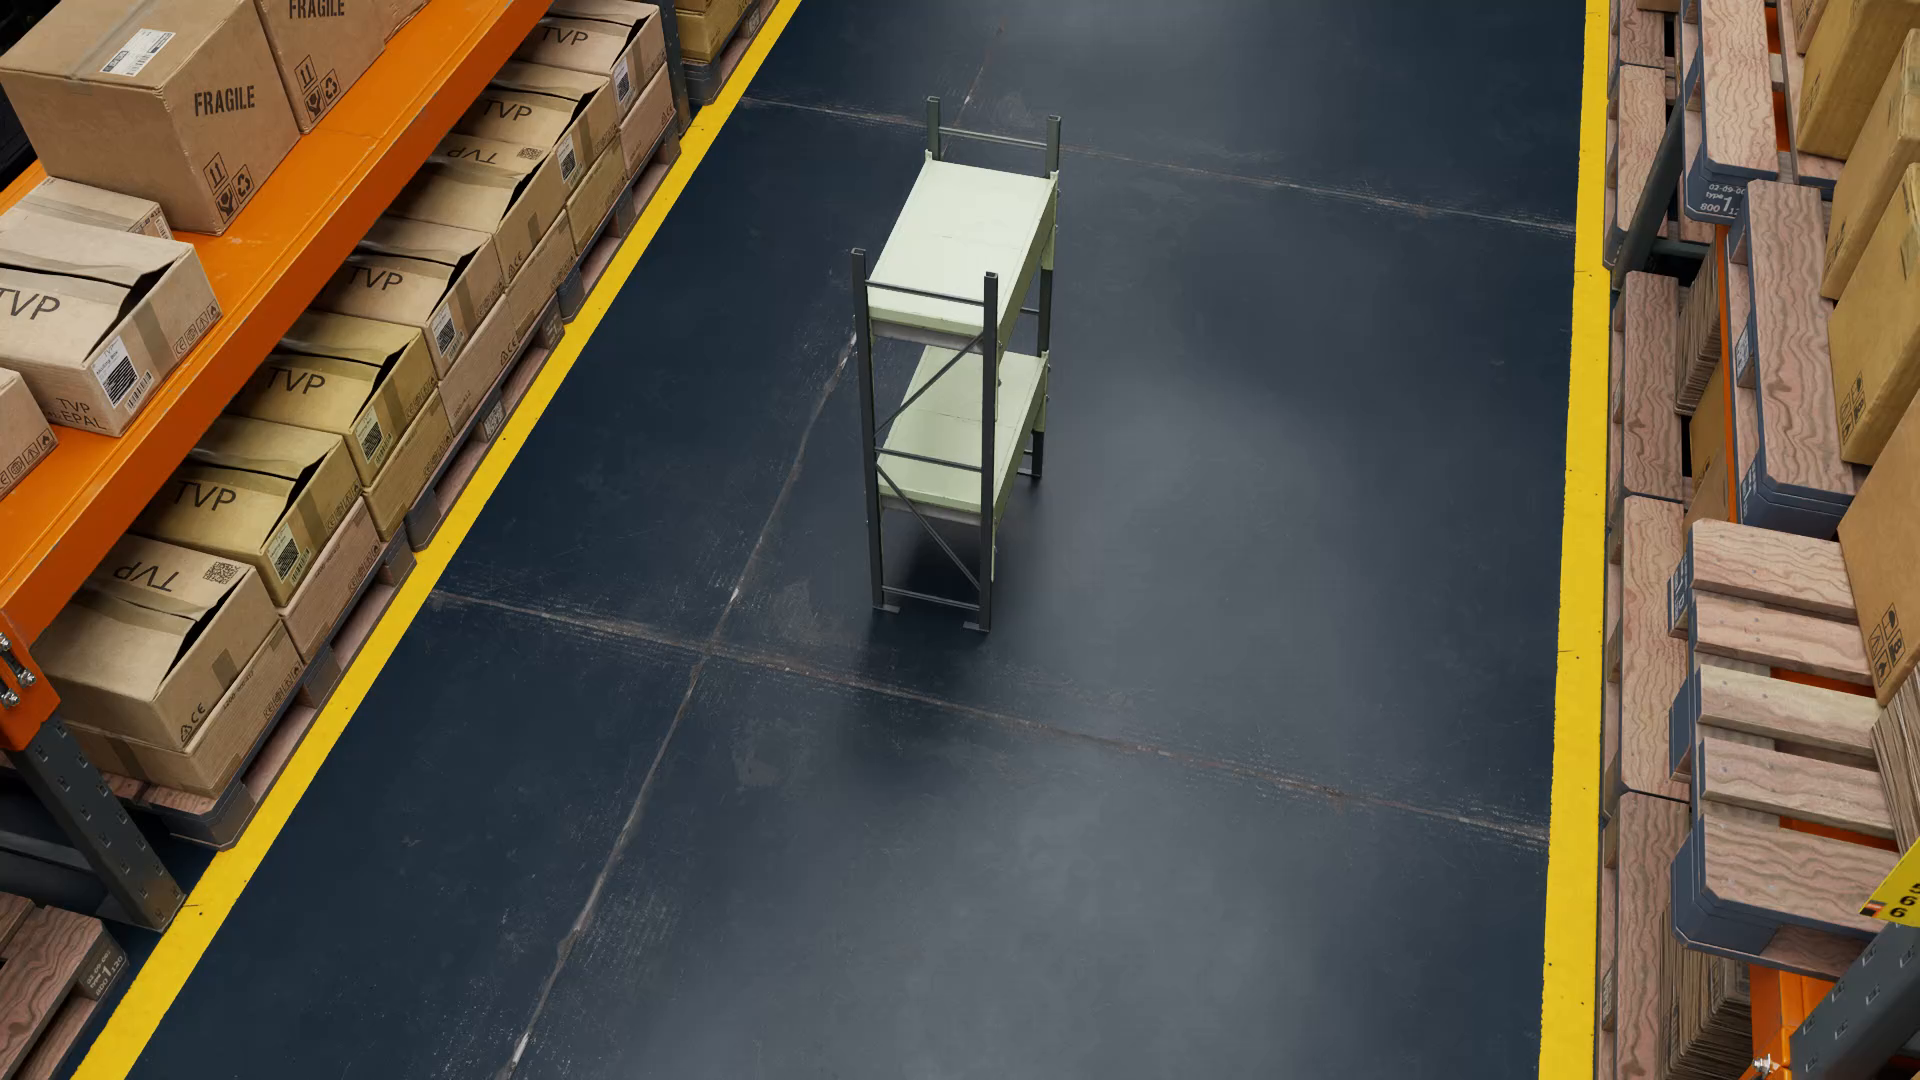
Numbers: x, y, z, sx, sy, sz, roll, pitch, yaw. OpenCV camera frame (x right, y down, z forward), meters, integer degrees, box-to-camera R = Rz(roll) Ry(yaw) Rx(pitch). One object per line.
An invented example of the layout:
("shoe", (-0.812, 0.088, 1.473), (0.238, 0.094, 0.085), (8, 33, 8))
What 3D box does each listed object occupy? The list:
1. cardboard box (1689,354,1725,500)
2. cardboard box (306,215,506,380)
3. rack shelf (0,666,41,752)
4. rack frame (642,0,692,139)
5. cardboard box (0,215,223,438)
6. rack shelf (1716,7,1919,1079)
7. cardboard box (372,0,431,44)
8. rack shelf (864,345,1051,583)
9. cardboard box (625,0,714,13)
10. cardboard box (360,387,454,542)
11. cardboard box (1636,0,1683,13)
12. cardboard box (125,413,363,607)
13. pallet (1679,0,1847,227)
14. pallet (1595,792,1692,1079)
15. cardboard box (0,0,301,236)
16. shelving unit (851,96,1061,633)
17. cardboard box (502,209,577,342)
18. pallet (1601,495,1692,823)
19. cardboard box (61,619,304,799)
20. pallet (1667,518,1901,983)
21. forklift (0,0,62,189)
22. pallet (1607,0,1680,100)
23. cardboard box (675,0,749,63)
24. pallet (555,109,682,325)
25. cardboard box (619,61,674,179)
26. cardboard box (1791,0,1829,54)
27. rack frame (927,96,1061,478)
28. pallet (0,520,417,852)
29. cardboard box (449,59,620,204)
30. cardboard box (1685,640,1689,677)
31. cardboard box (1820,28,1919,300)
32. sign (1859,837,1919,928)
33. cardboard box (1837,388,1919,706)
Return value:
("cardboard box", (2.826, -0.325, 5.410), (0.700, 0.500, 0.500), (11, 49, 9))
("cardboard box", (-1.919, -0.865, 5.692), (0.500, 0.311, 0.500), (11, 49, 10))
("rack shelf", (-3.268, 1.677, 2.749), (1.077, 0.370, 4.000), (12, 50, 10))
("rack frame", (-1.689, -2.901, 6.309), (1.000, 3.000, 0.127), (12, 50, 10))
("cardboard box", (-2.320, -0.587, 4.326), (0.500, 0.311, 0.500), (11, 49, 10))
("rack shelf", (2.565, -0.241, 4.442), (1.077, 0.370, 4.000), (12, 50, 10))
("cardboard box", (-2.046, -2.000, 5.448), (0.500, 0.500, 0.500), (15, 50, 13))
("rack shelf", (0.002, -0.285, 5.436), (0.431, 0.370, 0.720), (12, 50, 10))
("cardboard box", (-1.265, -2.651, 7.143), (0.500, 0.500, 0.500), (12, 50, 10))
("cardboard box", (-2.058, -0.298, 5.566), (0.500, 0.250, 0.500), (10, 49, 9))
("cardboard box", (3.483, -2.722, 7.525), (0.700, 0.500, 0.500), (9, 49, 8))
("cardboard box", (-2.191, -0.124, 5.039), (0.500, 0.311, 0.500), (10, 49, 9))
("pallet", (2.749, -1.338, 5.058), (1.003, 0.211, 1.213), (12, 50, 10))
("pallet", (2.245, 1.325, 4.440), (1.003, 0.211, 1.213), (12, 50, 10))
("cardboard box", (-2.316, -1.257, 4.792), (0.500, 0.500, 0.500), (9, 49, 8))
("shelving unit", (0.002, -0.501, 5.192), (0.431, 1.500, 0.755), (12, 50, 10))
("cardboard box", (-1.788, -1.037, 6.218), (0.500, 0.250, 0.500), (13, 50, 11))
("pallet", (2.568, 0.446, 5.216), (1.003, 0.211, 1.213), (12, 50, 10))
("cardboard box", (-2.321, 0.443, 4.912), (0.500, 0.250, 0.500), (11, 50, 10))
("pallet", (2.123, 0.495, 3.441), (1.213, 0.211, 1.003), (12, 50, 10))
("forklift", (-4.245, -2.455, 5.961), (1.130, 2.935, 3.031), (11, 49, 9))
("pallet", (3.553, -2.381, 7.711), (1.003, 0.211, 1.213), (12, 50, 10))
("cardboard box", (-1.274, -2.405, 7.426), (0.500, 0.250, 0.500), (12, 50, 10))
("pallet", (-1.845, -1.437, 6.878), (1.003, 0.211, 1.213), (12, 50, 10))
("cardboard box", (-1.519, -1.773, 6.868), (0.500, 0.250, 0.500), (11, 50, 10))
("cardboard box", (2.924, -1.743, 4.928), (0.700, 0.500, 0.500), (12, 50, 10))
("rack frame", (0.098, -0.766, 5.426), (0.400, 1.500, 0.023), (12, 50, 10))
("pallet", (-2.488, 0.328, 5.320), (1.003, 0.211, 1.213), (12, 50, 10))
("cardboard box", (-1.650, -1.588, 6.331), (0.500, 0.311, 0.500), (13, 50, 11))
("cardboard box", (2.529, 0.403, 4.767), (0.700, 0.500, 0.500), (11, 50, 10))
("cardboard box", (2.627, -0.858, 4.146), (0.700, 0.500, 0.500), (18, 51, 15))
("sign", (1.512, 0.510, 2.579), (0.100, 0.325, 0.005), (12, 50, 10))
("cardboard box", (2.273, 0.037, 3.356), (0.700, 0.500, 0.500), (7, 49, 6))
